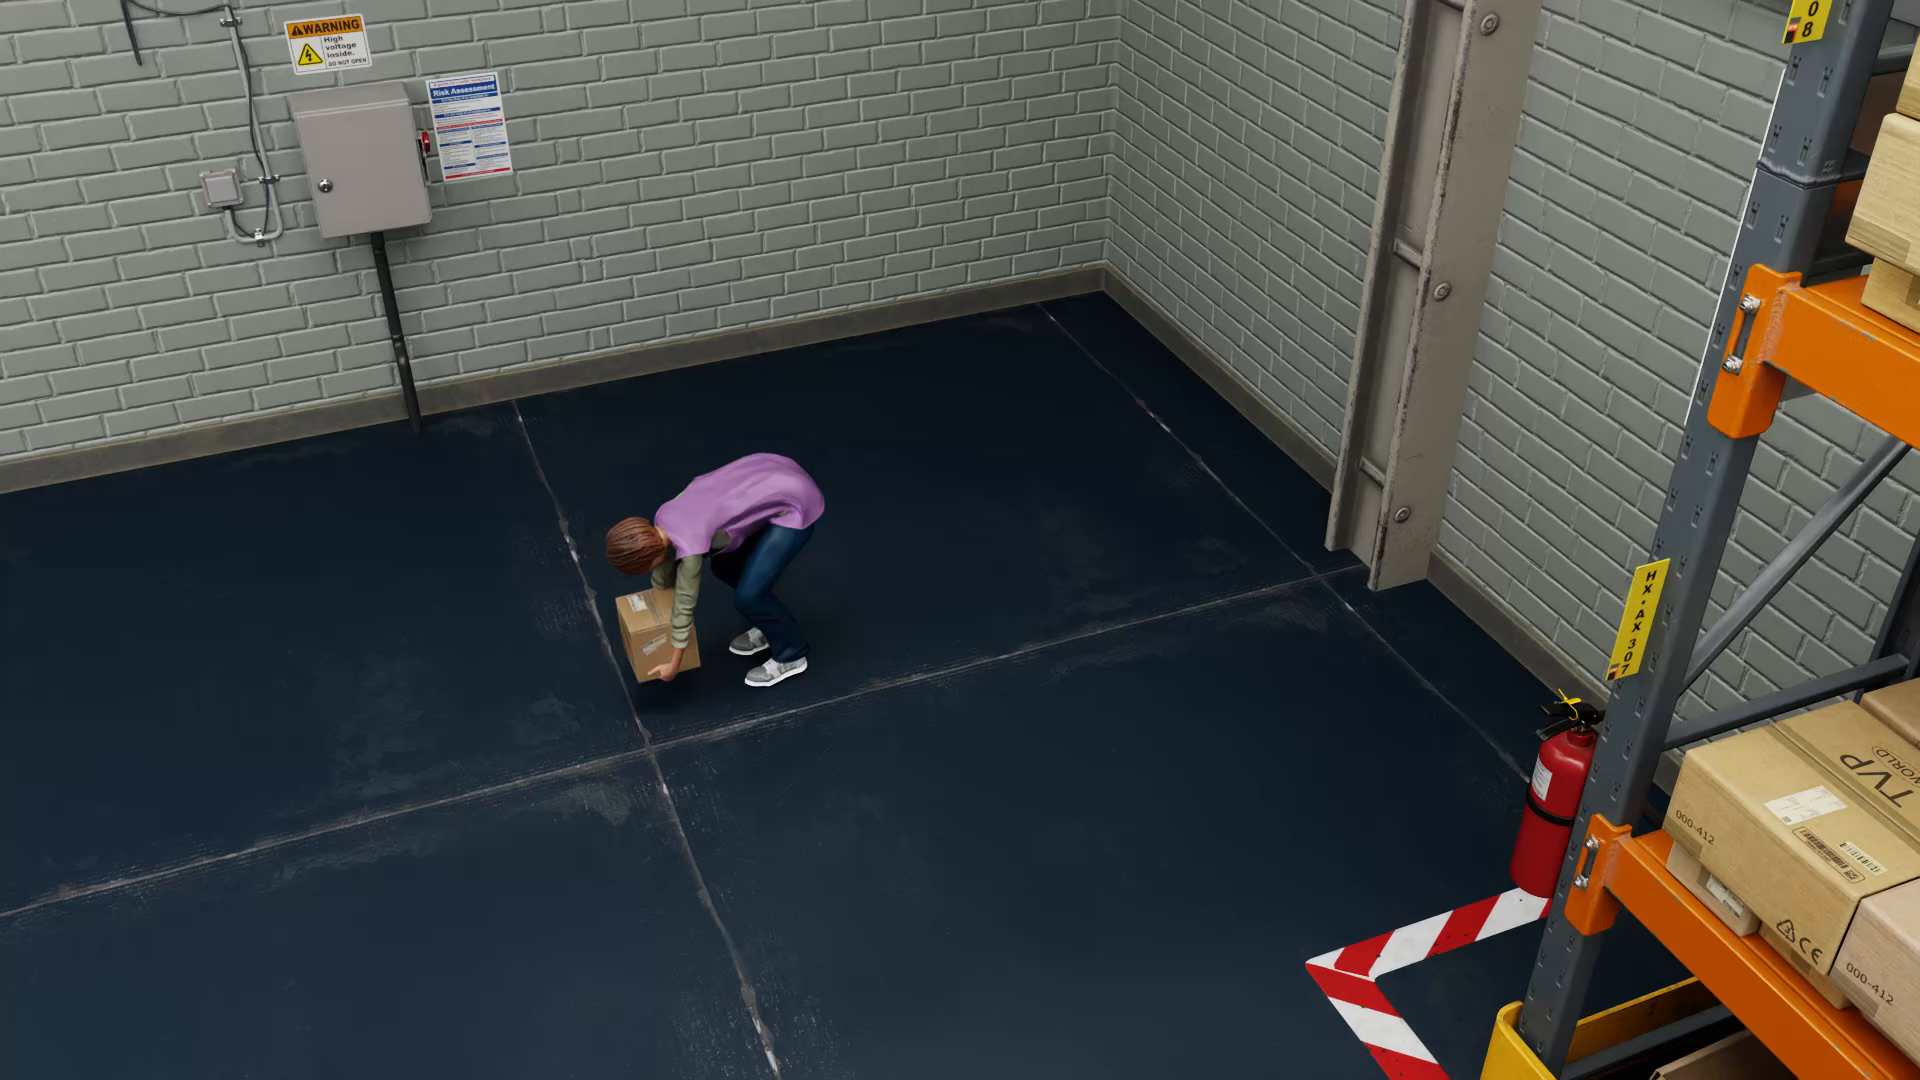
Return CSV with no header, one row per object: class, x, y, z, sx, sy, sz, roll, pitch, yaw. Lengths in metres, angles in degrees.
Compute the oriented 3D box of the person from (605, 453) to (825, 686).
person,-0.939,0.147,6.514,0.866,0.948,0.411,-15,37,-21
